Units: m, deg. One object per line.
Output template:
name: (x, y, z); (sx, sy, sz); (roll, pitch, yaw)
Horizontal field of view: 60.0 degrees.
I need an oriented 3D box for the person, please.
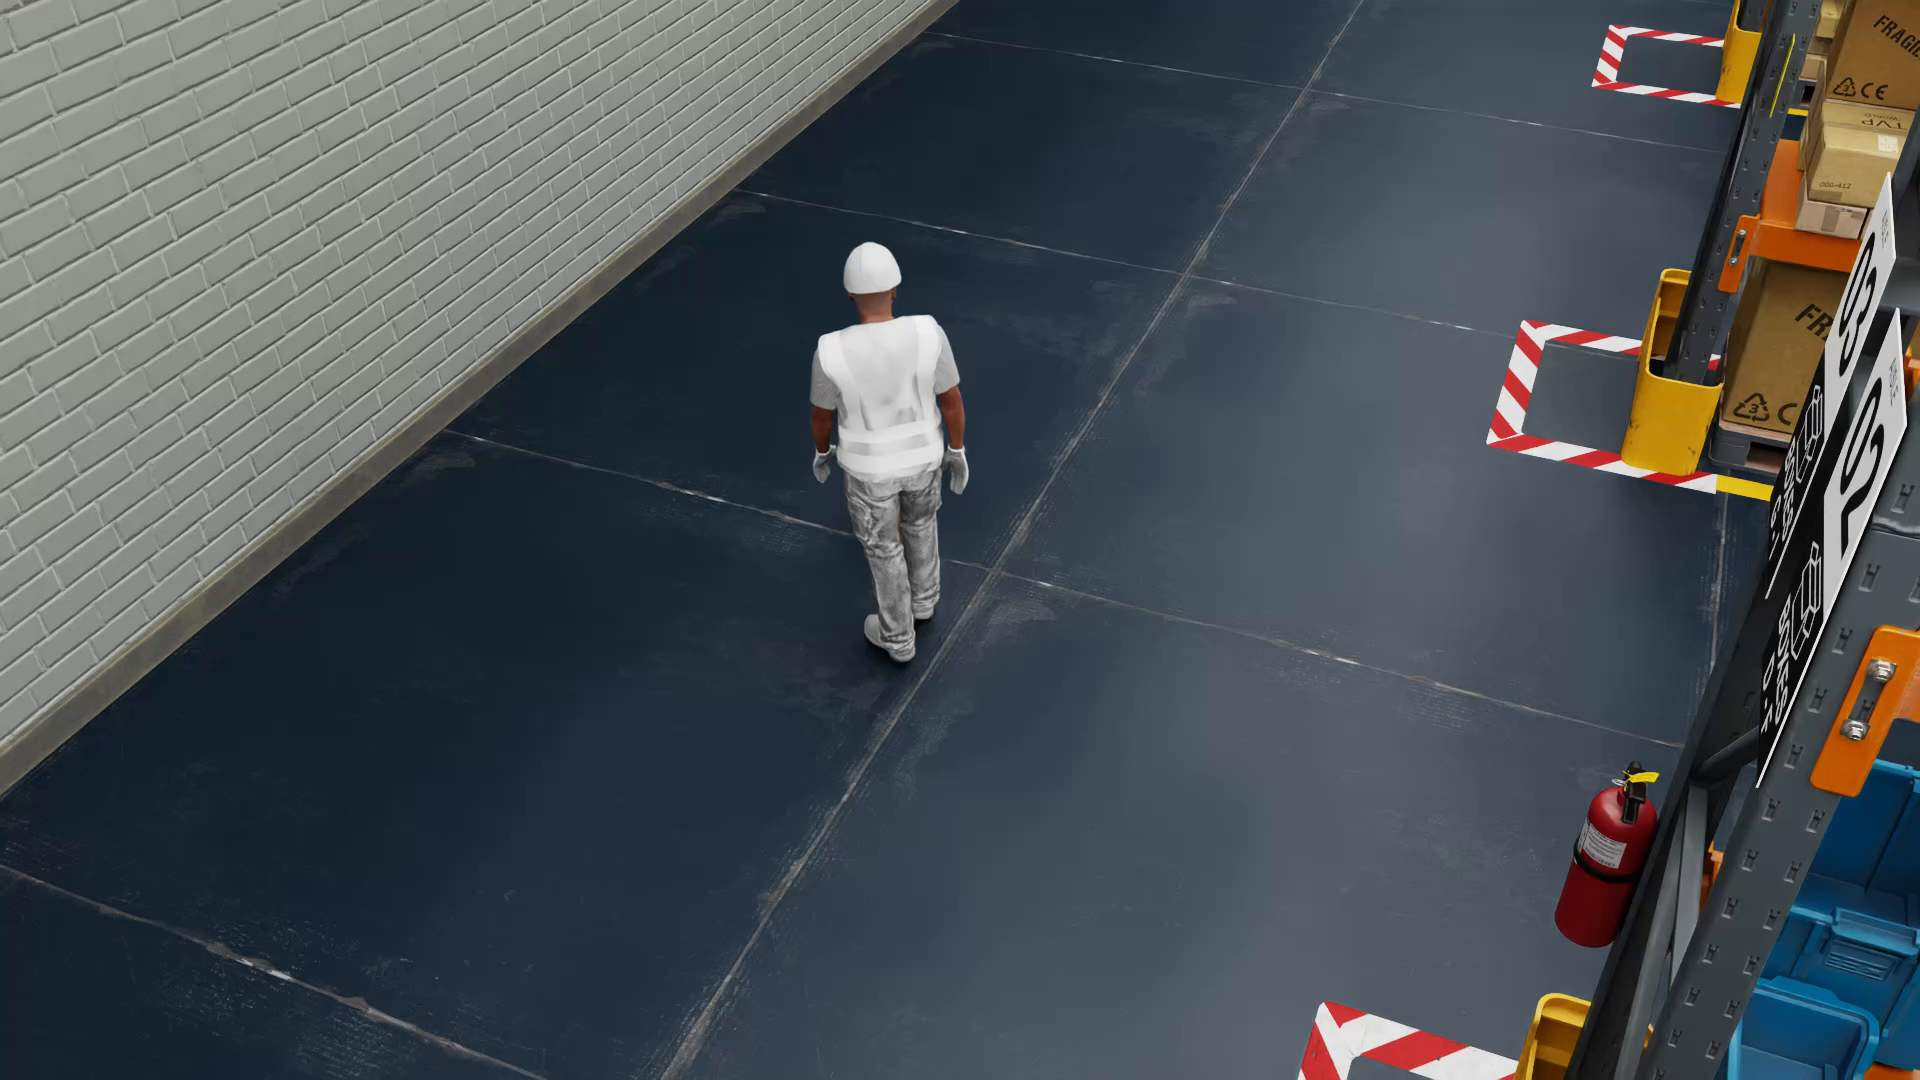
person: (-0.292, -0.320, 6.554); (0.567, 1.818, 0.513); (-14, 39, -17)
